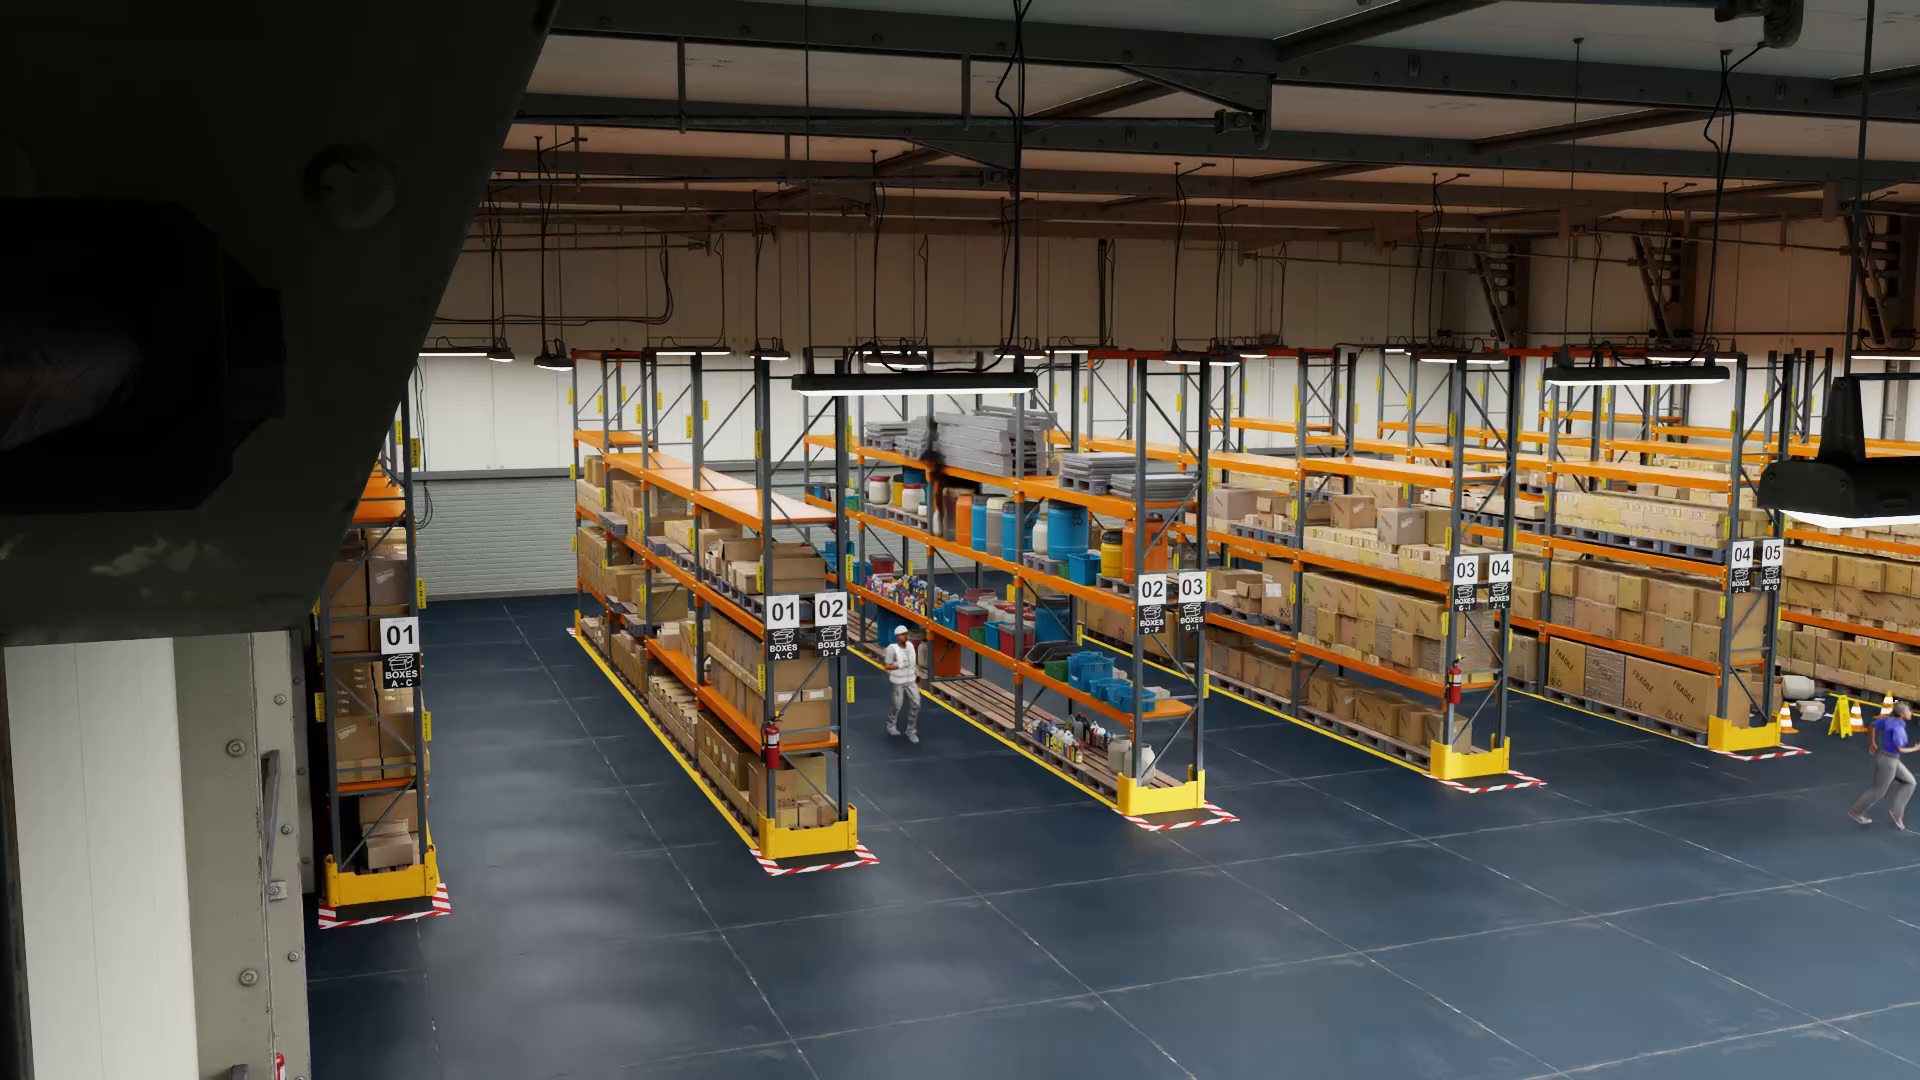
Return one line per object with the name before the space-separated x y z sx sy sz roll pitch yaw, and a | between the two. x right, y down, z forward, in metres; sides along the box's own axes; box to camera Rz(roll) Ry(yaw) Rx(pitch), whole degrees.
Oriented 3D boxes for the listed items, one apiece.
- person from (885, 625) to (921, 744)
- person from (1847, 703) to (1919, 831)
person | -0.882 2.238 25.832 0.654 1.835 0.735 -5 8 -32
person | 11.852 2.885 21.263 0.820 1.670 0.600 3 8 22
